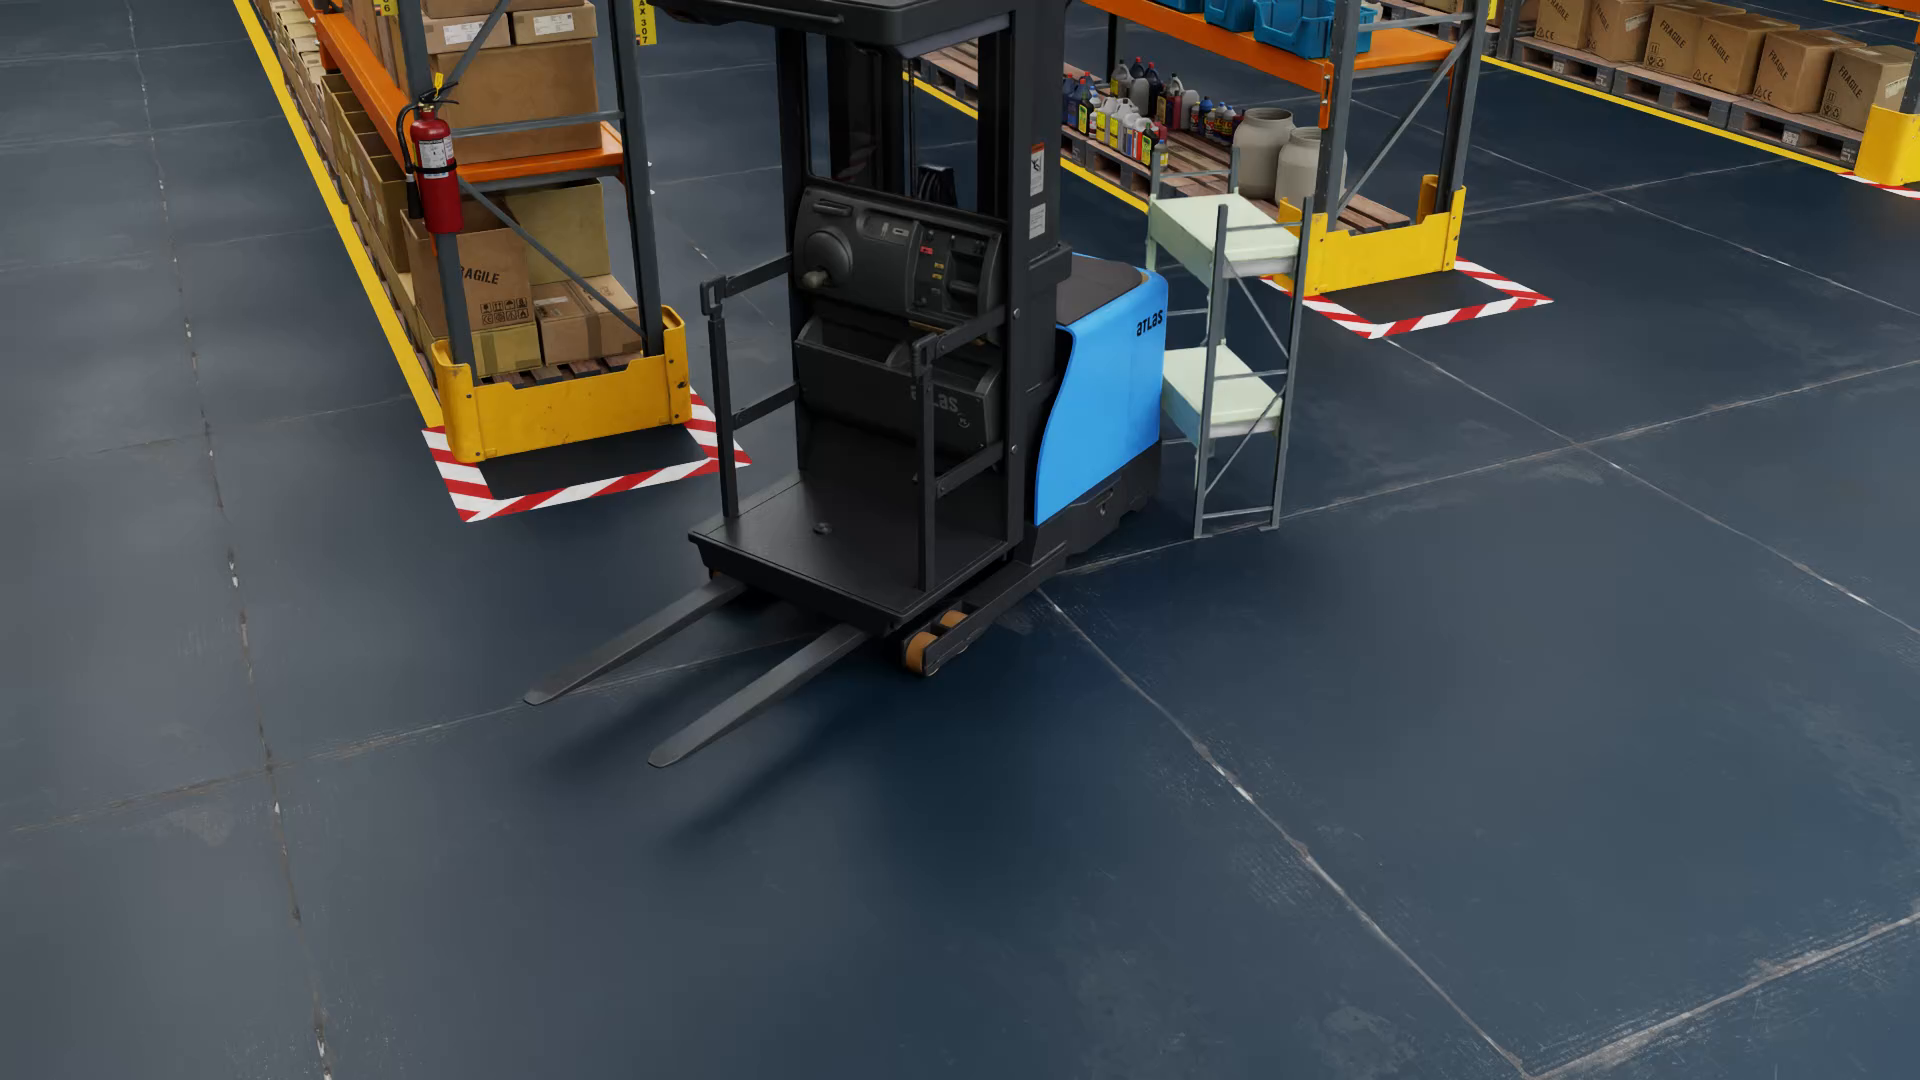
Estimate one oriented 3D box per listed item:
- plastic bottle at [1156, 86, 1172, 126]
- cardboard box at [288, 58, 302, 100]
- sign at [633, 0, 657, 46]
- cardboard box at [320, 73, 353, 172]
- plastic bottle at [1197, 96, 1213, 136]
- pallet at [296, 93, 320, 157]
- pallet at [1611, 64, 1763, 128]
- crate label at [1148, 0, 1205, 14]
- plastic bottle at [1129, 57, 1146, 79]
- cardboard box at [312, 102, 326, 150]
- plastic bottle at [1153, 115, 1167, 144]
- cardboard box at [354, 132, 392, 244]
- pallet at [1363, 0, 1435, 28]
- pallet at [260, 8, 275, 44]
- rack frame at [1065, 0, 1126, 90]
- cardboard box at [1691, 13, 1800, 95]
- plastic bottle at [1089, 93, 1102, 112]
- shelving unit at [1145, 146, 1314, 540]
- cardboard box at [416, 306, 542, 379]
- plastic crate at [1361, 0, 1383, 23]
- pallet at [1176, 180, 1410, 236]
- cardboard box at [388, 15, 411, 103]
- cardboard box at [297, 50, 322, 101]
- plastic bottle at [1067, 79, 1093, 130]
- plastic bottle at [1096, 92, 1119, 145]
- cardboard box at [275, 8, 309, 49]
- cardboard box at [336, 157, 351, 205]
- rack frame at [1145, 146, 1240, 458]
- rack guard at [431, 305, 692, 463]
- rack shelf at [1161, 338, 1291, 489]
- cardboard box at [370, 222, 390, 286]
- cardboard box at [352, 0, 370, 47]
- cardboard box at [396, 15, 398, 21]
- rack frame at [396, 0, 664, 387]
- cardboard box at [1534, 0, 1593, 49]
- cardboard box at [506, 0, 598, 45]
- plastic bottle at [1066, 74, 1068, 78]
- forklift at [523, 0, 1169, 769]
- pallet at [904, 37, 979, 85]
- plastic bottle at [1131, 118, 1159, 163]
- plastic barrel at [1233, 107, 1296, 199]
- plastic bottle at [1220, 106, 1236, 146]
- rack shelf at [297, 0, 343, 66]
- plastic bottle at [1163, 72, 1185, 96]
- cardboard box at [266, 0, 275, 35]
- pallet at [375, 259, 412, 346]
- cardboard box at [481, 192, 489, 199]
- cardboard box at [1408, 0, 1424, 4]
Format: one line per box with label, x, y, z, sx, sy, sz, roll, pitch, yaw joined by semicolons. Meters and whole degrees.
plastic bottle;1.501;-3.200;12.216;0.061;0.283;0.133;-13;32;-22
cardboard box;-4.963;-3.646;13.067;0.500;0.250;0.500;-14;32;-23
sign;-1.430;-2.397;7.492;0.100;0.325;0.005;-13;32;-22
cardboard box;-3.735;-2.679;10.575;0.500;0.500;0.500;-13;32;-22
plastic bottle;1.767;-3.063;11.985;0.097;0.271;0.097;0;29;0
pallet;-4.530;-3.279;12.882;1.003;0.211;1.213;-13;32;-22
pallet;6.146;-3.672;13.582;1.003;0.211;1.213;-13;32;-22
crate label;1.507;-3.681;10.712;0.502;0.435;0.616;-13;32;-22
plastic bottle;1.361;-3.489;12.664;0.144;0.351;0.185;-14;32;-23
cardboard box;-4.306;-2.968;11.859;0.500;0.250;0.500;-14;32;-23
plastic bottle;1.370;-2.776;11.461;0.061;0.283;0.133;-13;32;-22
cardboard box;-3.089;-2.017;9.394;0.500;0.500;0.500;-13;32;-22
pallet;4.434;-5.384;16.635;1.003;0.211;1.213;-13;32;-22
pallet;-6.174;-5.065;16.067;1.003;0.211;1.213;-13;32;-22
rack frame;0.824;-4.677;12.523;1.000;3.000;0.127;-13;32;-22
cardboard box;6.223;-3.859;13.192;0.500;0.500;0.500;-10;31;-17
plastic bottle;0.974;-3.094;12.041;0.097;0.271;0.097;0;29;0
shelving unit;1.115;-0.858;7.245;0.431;1.500;0.755;-7;30;-13
cardboard box;-2.431;-1.030;8.402;0.500;0.250;0.500;-13;32;-22
plastic crate;2.448;-3.258;10.262;0.298;0.136;0.250;-13;32;-22
pallet;2.122;-2.077;10.739;1.003;0.211;1.213;-13;32;-22
cardboard box;-2.560;-2.575;8.674;0.700;0.500;0.500;-13;32;-22
cardboard box;-4.525;-3.435;12.117;0.500;0.311;0.500;-13;32;-22
plastic bottle;0.877;-3.186;12.124;0.144;0.351;0.185;-15;32;-24
plastic bottle;1.060;-2.998;11.789;0.144;0.351;0.185;-13;32;-22
cardboard box;-5.175;-4.110;13.322;0.500;0.311;0.500;-14;32;-23
cardboard box;-3.726;-2.354;10.762;0.500;0.250;0.500;-13;32;-22
rack frame;1.020;-1.030;7.553;0.400;1.500;0.023;-7;30;-13
rack guard;-1.923;-0.770;8.113;1.175;0.500;0.348;-13;32;-22
rack shelf;1.114;-0.573;7.404;0.431;0.370;0.720;-7;30;-13
cardboard box;-3.086;-1.690;9.579;0.500;0.250;0.500;-13;32;-22
cardboard box;-3.223;-3.256;9.887;0.700;0.500;0.500;-13;32;-22
cardboard box;-2.493;-2.555;7.974;0.380;0.149;0.250;-14;32;-23
rack frame;-1.934;-1.871;7.520;1.000;3.000;0.127;-13;32;-22
cardboard box;5.433;-4.624;14.557;0.500;0.500;0.500;-14;32;-23
cardboard box;-1.908;-2.416;7.727;0.380;0.149;0.250;-13;32;-22
plastic bottle;0.825;-3.337;12.461;0.061;0.283;0.133;-13;32;-22
forklift;-0.368;-1.031;6.091;1.130;2.935;3.031;20;35;31
pallet;-0.076;-4.339;14.772;1.003;0.211;1.213;-13;32;-22
plastic bottle;1.274;-2.750;11.422;0.152;0.276;0.135;-13;32;-22
plastic barrel;1.975;-2.504;10.763;0.421;0.512;0.421;0;29;0
plastic bottle;1.897;-2.929;11.747;0.097;0.271;0.097;0;29;0
rack shelf;-4.510;-4.208;12.423;1.077;0.370;4.000;-13;32;-22
plastic bottle;1.582;-3.262;12.259;0.144;0.351;0.185;-13;32;-22
cardboard box;-5.982;-4.871;14.975;0.500;0.500;0.500;-12;31;-20
pallet;-2.820;-1.522;9.749;1.003;0.211;1.213;-13;32;-22
cardboard box;-2.406;-1.905;9.195;0.500;0.500;0.500;-13;32;-22
cardboard box;4.625;-5.556;16.197;0.700;0.500;0.500;-16;33;-26
